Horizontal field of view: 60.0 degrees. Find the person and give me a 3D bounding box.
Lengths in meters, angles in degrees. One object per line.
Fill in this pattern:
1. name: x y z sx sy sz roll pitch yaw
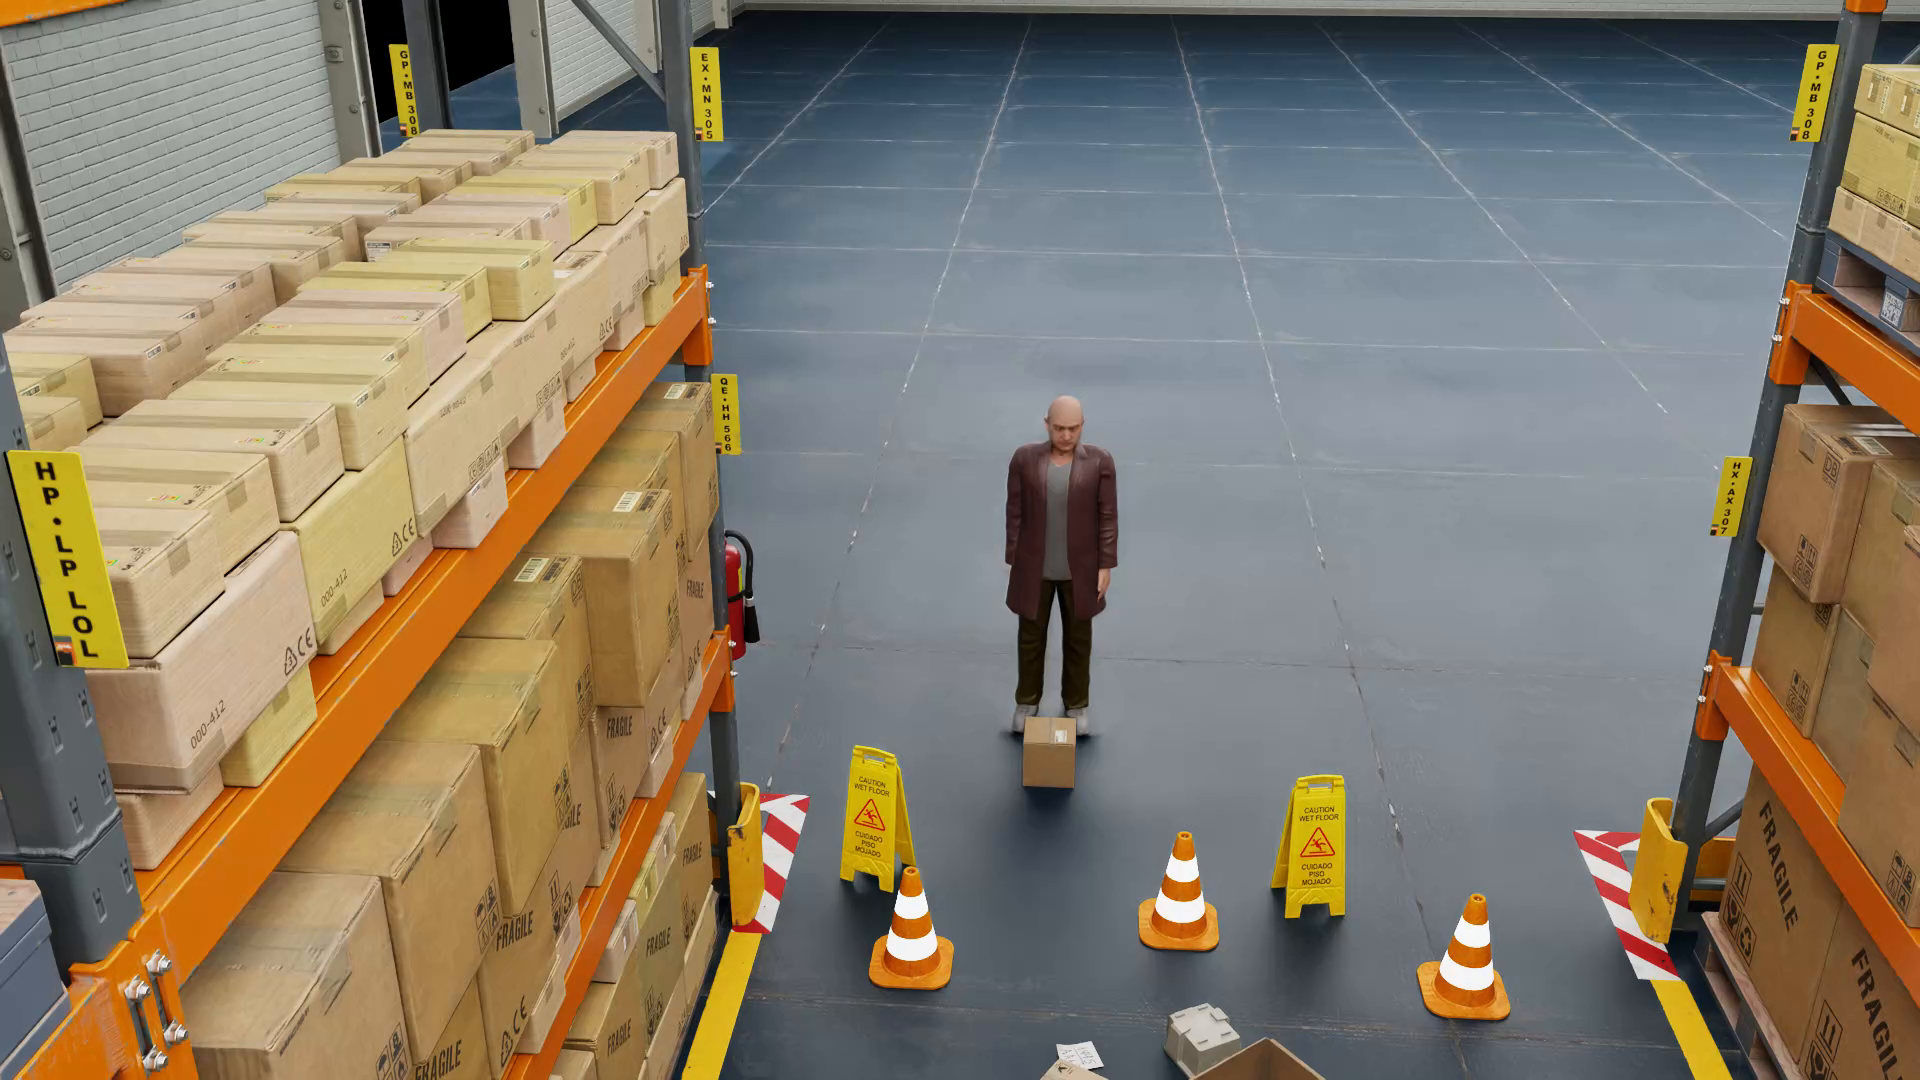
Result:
1. person: 0.504 0.136 8.323 0.565 1.776 0.377 2 24 5
